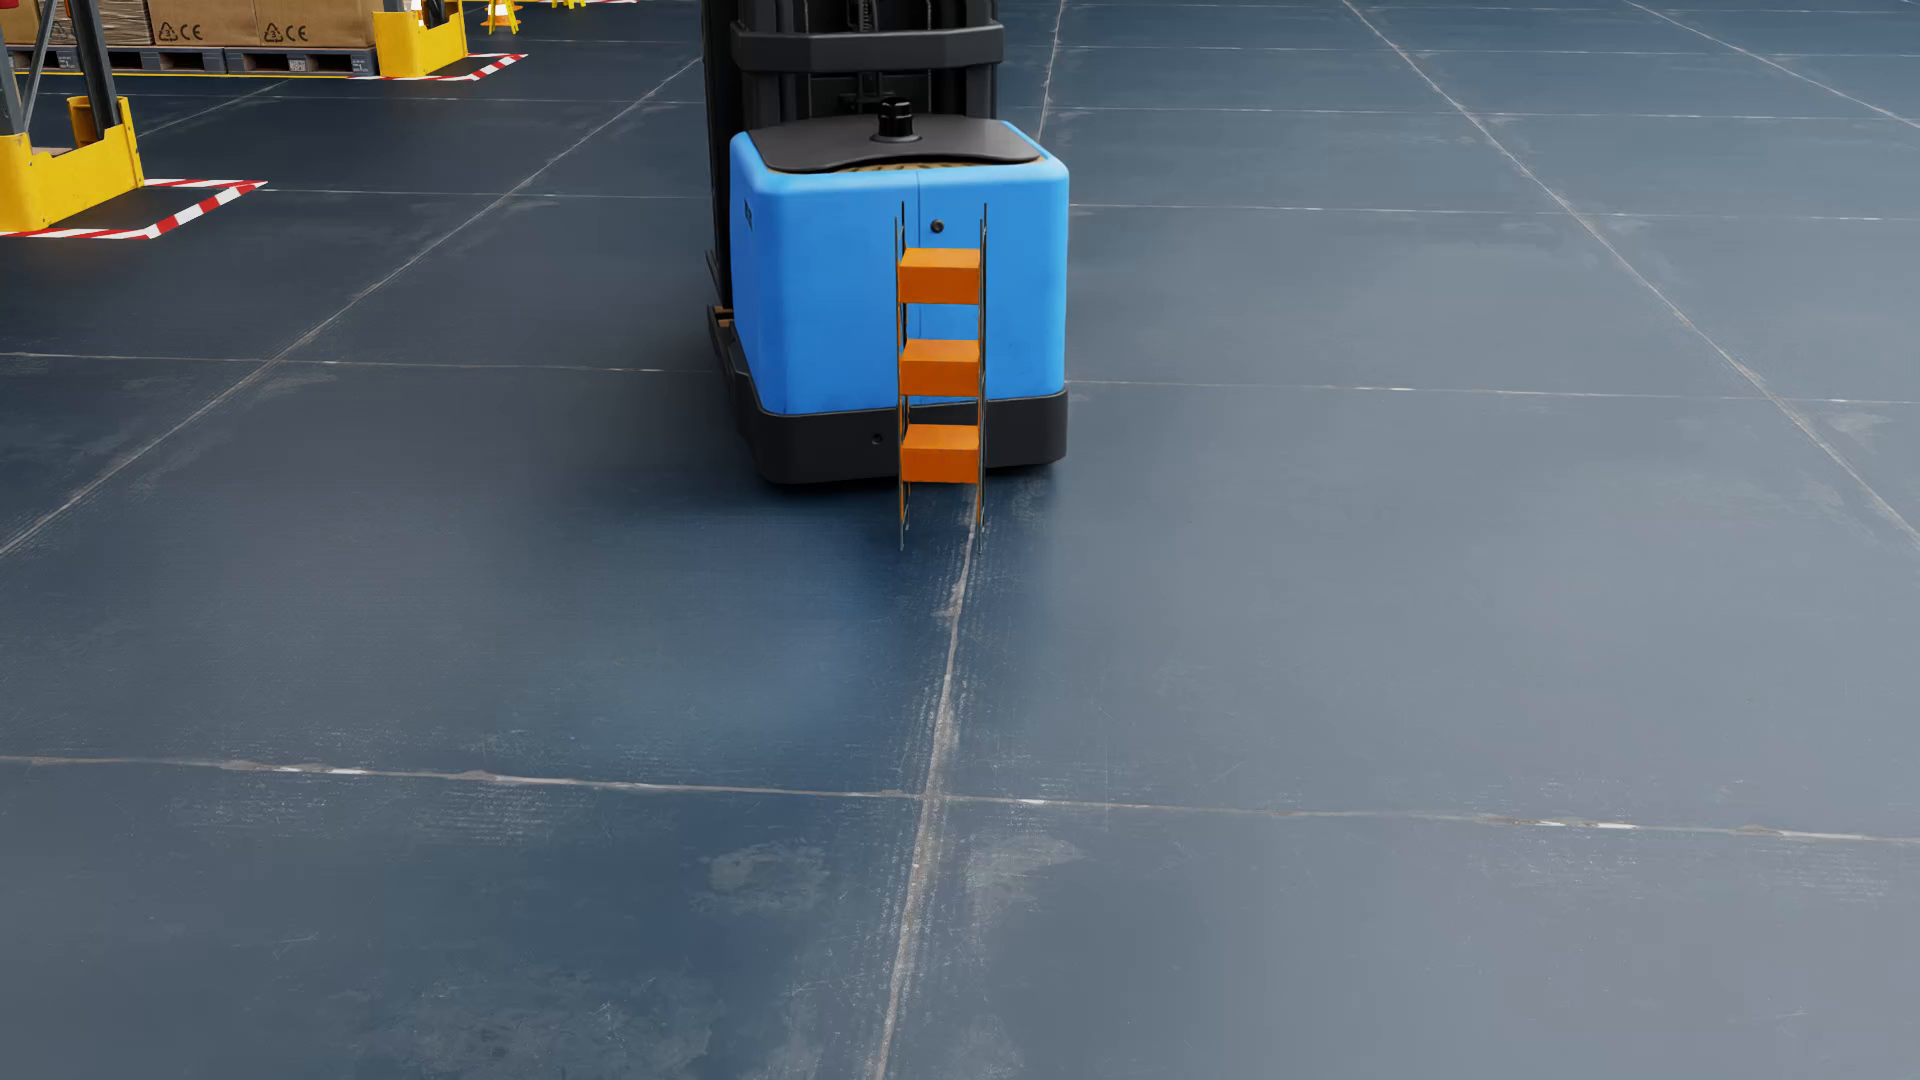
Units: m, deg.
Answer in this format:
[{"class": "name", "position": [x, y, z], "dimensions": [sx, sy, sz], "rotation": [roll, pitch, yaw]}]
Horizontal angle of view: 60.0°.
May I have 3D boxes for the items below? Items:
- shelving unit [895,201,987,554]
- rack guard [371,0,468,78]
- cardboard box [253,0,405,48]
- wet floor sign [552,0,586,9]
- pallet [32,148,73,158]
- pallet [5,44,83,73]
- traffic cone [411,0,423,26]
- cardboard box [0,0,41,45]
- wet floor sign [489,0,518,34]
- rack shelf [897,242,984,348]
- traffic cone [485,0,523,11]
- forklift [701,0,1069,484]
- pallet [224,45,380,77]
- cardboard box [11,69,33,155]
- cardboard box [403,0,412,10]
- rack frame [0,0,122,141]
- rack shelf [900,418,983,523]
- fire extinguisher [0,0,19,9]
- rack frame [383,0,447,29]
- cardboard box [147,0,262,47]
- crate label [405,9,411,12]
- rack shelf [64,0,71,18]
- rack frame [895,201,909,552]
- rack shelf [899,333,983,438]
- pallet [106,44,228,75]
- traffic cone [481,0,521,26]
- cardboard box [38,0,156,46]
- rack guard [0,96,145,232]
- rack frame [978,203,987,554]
[{"class": "shelving unit", "position": [-0.053, -0.479, 5.034], "dimensions": [0.252, 1.050, 0.215], "rotation": [2, 25, 4]}, {"class": "rack guard", "position": [-4.433, -4.162, 13.696], "dimensions": [0.348, 0.500, 1.175], "rotation": [2, 25, 4]}, {"class": "cardboard box", "position": [-5.138, -4.518, 13.519], "dimensions": [0.875, 0.875, 0.875], "rotation": [2, 25, 4]}, {"class": "wet floor sign", "position": [-4.072, -5.843, 17.176], "dimensions": [0.232, 0.644, 0.267], "rotation": [11, 27, 22]}, {"class": "pallet", "position": [-5.821, -2.010, 9.366], "dimensions": [1.213, 0.211, 1.003], "rotation": [2, 25, 4]}, {"class": "pallet", "position": [-7.693, -4.102, 13.913], "dimensions": [1.213, 0.211, 1.003], "rotation": [2, 25, 4]}, {"class": "traffic cone", "position": [-4.878, -4.754, 15.029], "dimensions": [0.334, 0.463, 0.336], "rotation": [2, 25, 4]}, {"class": "cardboard box", "position": [-7.824, -4.602, 13.703], "dimensions": [0.875, 0.875, 0.875], "rotation": [2, 25, 5]}, {"class": "wet floor sign", "position": [-4.277, -5.053, 15.459], "dimensions": [0.232, 0.644, 0.267], "rotation": [-2, 25, -5]}, {"class": "rack shelf", "position": [-0.053, -0.727, 4.920], "dimensions": [0.240, 0.259, 0.215], "rotation": [2, 25, 4]}, {"class": "traffic cone", "position": [-4.707, -5.688, 17.058], "dimensions": [0.334, 0.463, 0.336], "rotation": [2, 25, 4]}, {"class": "forklift", "position": [-0.454, -2.105, 6.319], "dimensions": [1.130, 2.935, 3.031], "rotation": [-5, 25, -11]}, {"class": "pallet", "position": [-5.260, -4.024, 13.743], "dimensions": [1.213, 0.211, 1.003], "rotation": [2, 25, 4]}, {"class": "cardboard box", "position": [-5.559, -2.316, 9.183], "dimensions": [0.500, 0.500, 0.500], "rotation": [6, 25, 14]}, {"class": "cardboard box", "position": [-5.640, -5.269, 16.523], "dimensions": [0.250, 0.149, 0.380], "rotation": [16, 29, 31]}, {"class": "rack frame", "position": [-4.938, -3.234, 8.690], "dimensions": [0.127, 3.000, 1.000], "rotation": [2, 25, 4]}, {"class": "rack shelf", "position": [-0.053, -0.217, 5.155], "dimensions": [0.240, 0.259, 0.215], "rotation": [2, 25, 4]}, {"class": "fire extinguisher", "position": [-4.859, -3.003, 8.281], "dimensions": [0.183, 0.674, 0.296], "rotation": [2, 25, 4]}, {"class": "rack frame", "position": [-4.457, -5.298, 13.175], "dimensions": [0.127, 3.000, 1.000], "rotation": [2, 25, 4]}, {"class": "cardboard box", "position": [-6.016, -4.545, 13.578], "dimensions": [0.875, 0.875, 0.875], "rotation": [1, 25, 3]}, {"class": "crate label", "position": [-5.241, -5.066, 16.095], "dimensions": [0.298, 0.136, 0.250], "rotation": [-11, 27, -23]}, {"class": "rack shelf", "position": [-6.932, -2.971, 8.979], "dimensions": [4.000, 0.370, 1.077], "rotation": [2, 25, 4]}, {"class": "rack frame", "position": [-0.175, -0.483, 5.043], "dimensions": [0.008, 1.050, 0.200], "rotation": [2, 25, 4]}, {"class": "rack shelf", "position": [-0.053, -0.469, 5.039], "dimensions": [0.240, 0.259, 0.215], "rotation": [2, 25, 4]}, {"class": "pallet", "position": [-6.474, -4.064, 13.830], "dimensions": [1.213, 0.211, 1.003], "rotation": [2, 25, 4]}, {"class": "traffic cone", "position": [-4.453, -5.214, 16.029], "dimensions": [0.334, 0.463, 0.336], "rotation": [2, 25, 4]}, {"class": "cardboard box", "position": [-6.925, -4.575, 13.644], "dimensions": [0.875, 0.875, 0.875], "rotation": [2, 25, 4]}, {"class": "rack guard", "position": [-5.013, -2.101, 9.218], "dimensions": [0.348, 0.500, 1.175], "rotation": [2, 25, 4]}, {"class": "rack frame", "position": [0.068, -0.475, 5.026], "dimensions": [0.008, 1.050, 0.200], "rotation": [2, 25, 4]}]
